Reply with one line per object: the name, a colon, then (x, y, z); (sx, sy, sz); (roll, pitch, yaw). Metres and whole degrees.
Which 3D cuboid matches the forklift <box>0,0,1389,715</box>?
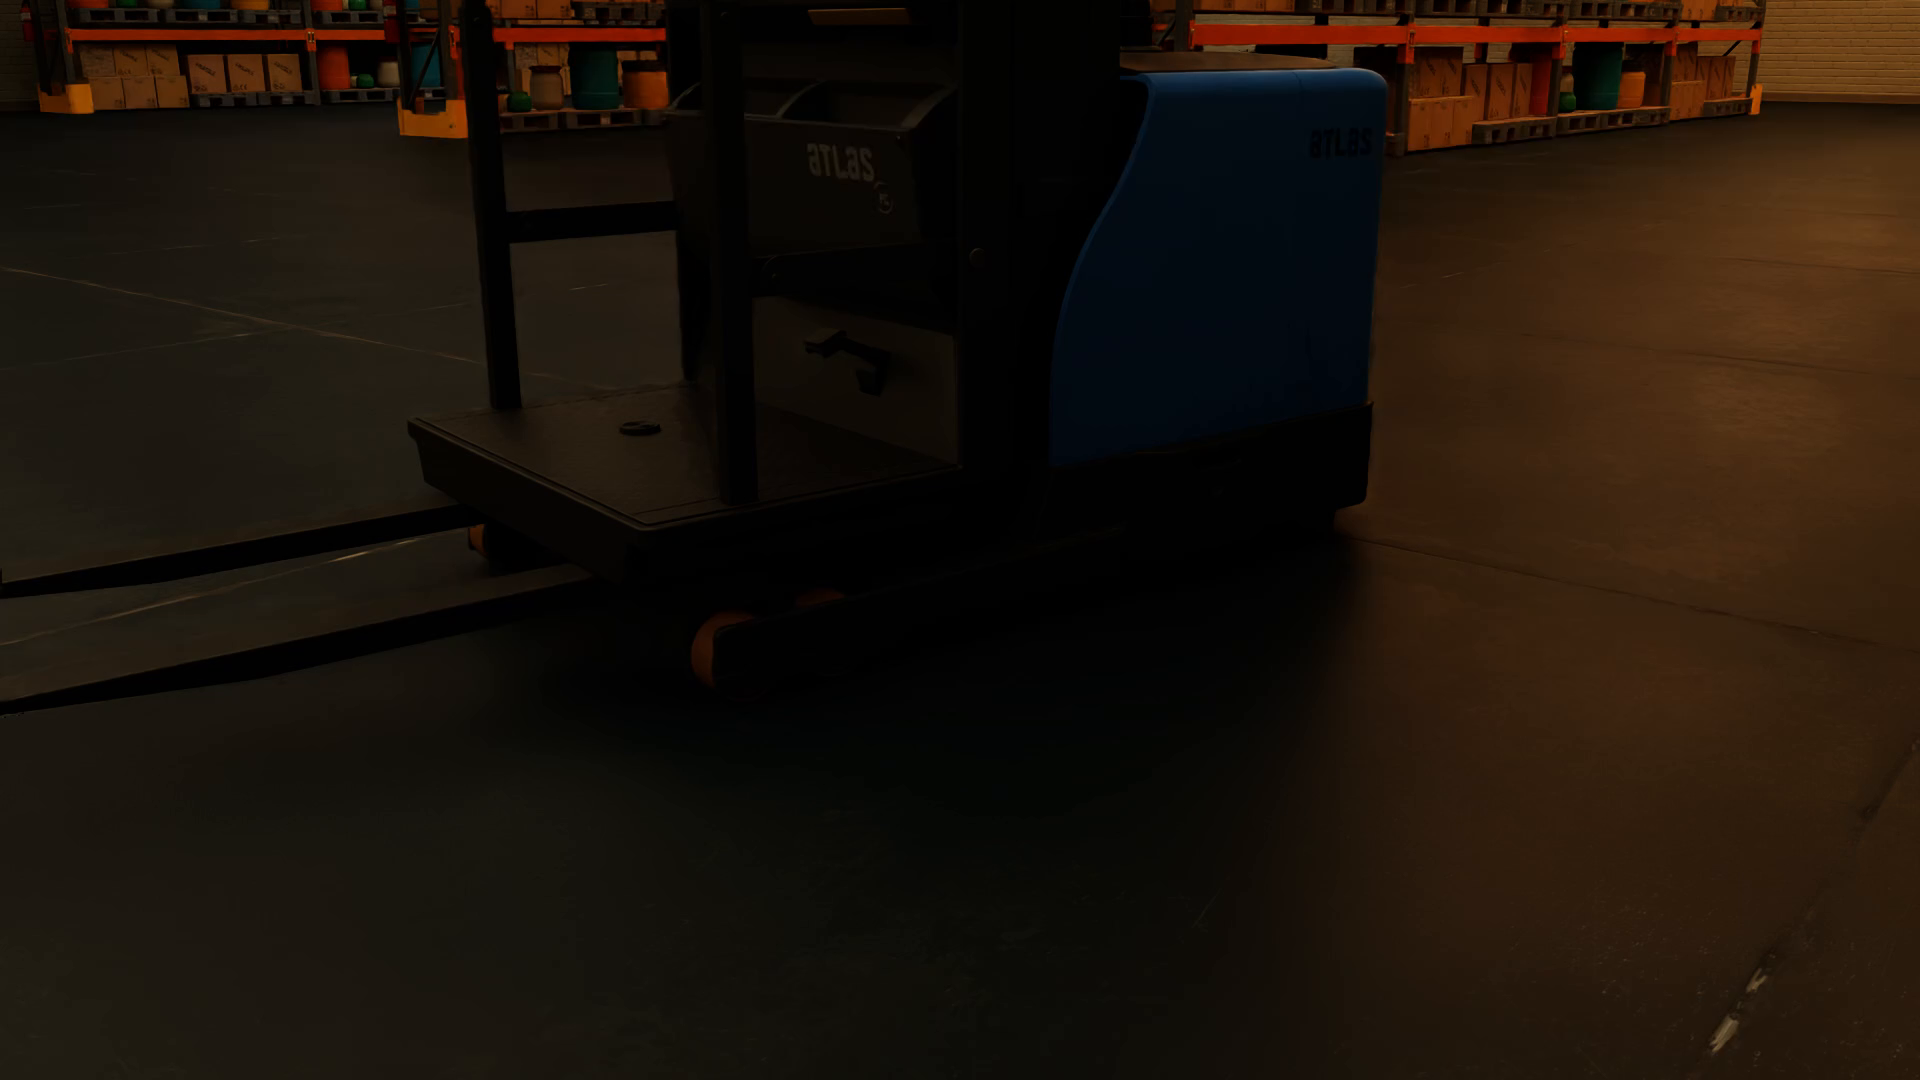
forklift: (-0.486, -1.284, 3.126); (3.031, 2.935, 1.130); (-13, 21, -36)
